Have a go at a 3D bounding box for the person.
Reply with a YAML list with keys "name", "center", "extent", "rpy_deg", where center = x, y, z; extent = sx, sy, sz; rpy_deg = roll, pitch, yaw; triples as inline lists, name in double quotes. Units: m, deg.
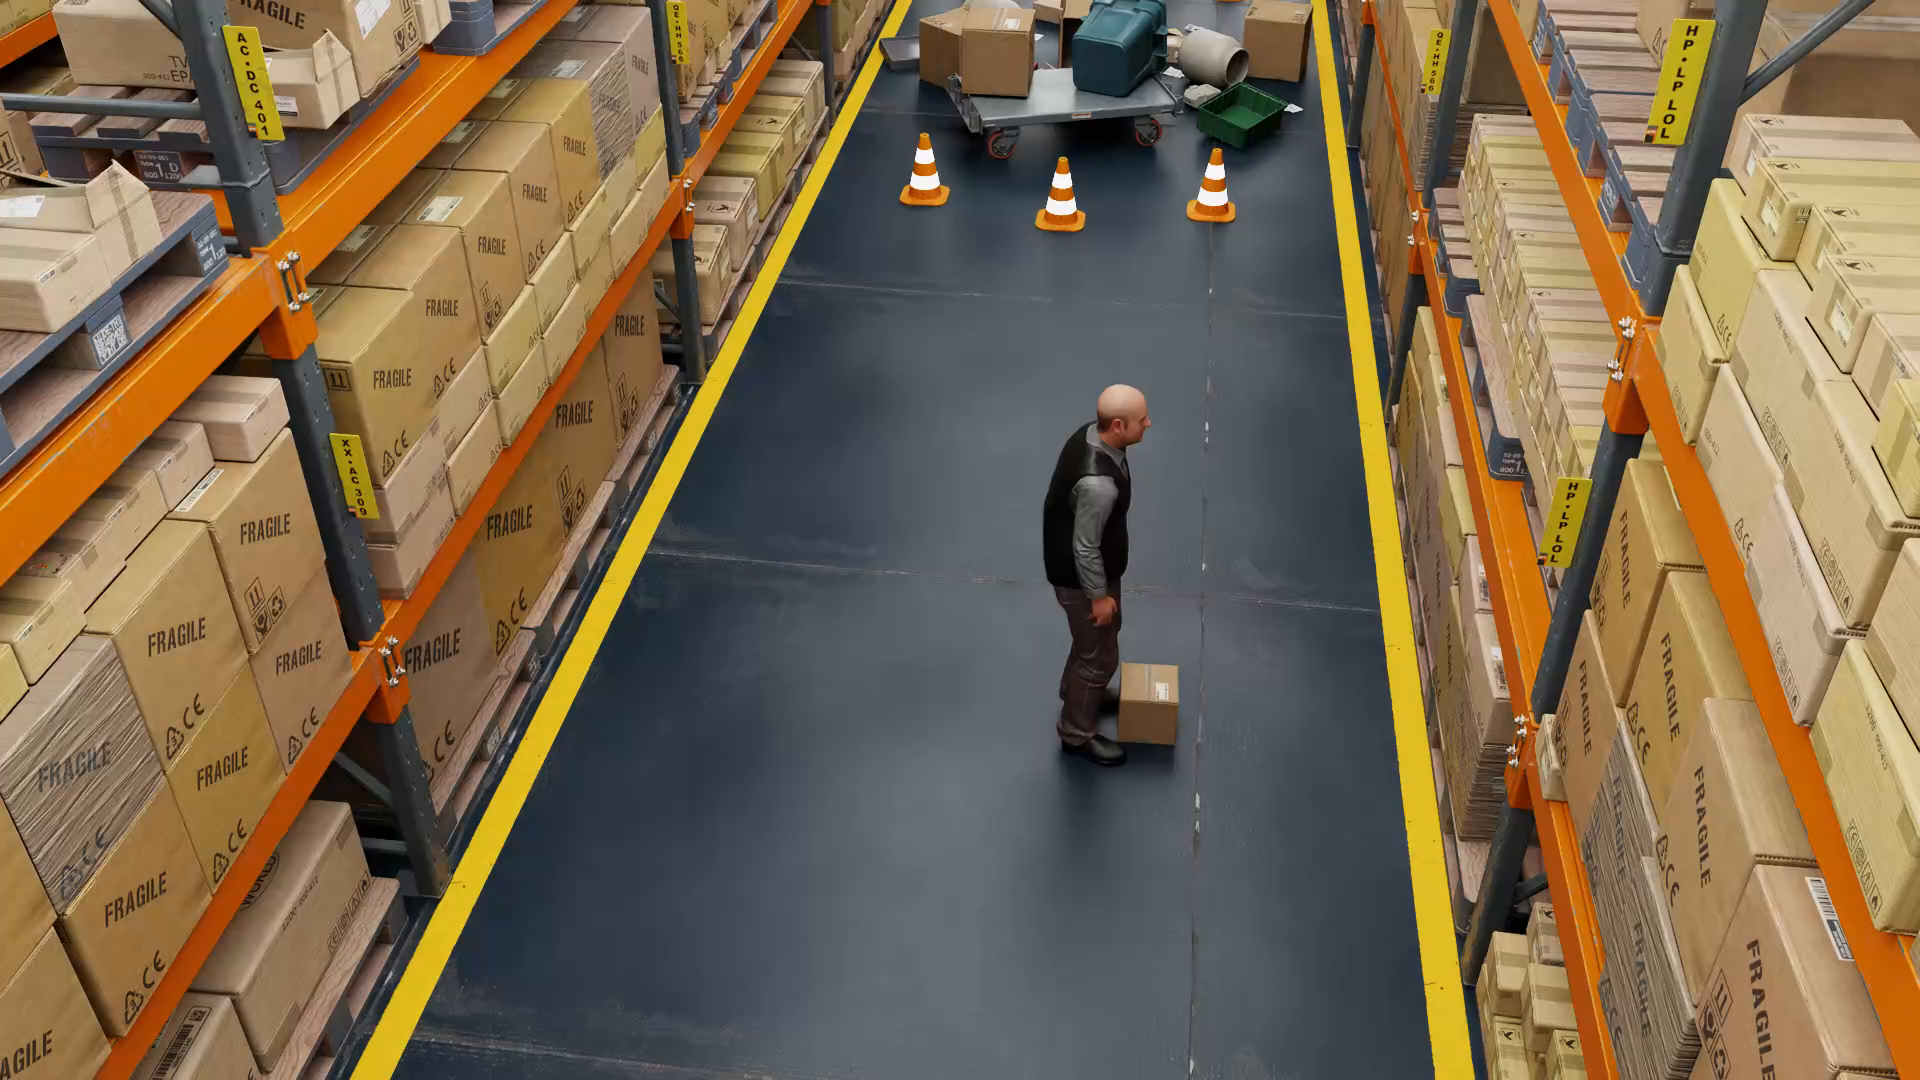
- name: "person"
  center: [0.547, 0.113, 6.905]
  extent: [0.419, 1.721, 0.581]
  rpy_deg: [5, 36, 6]
